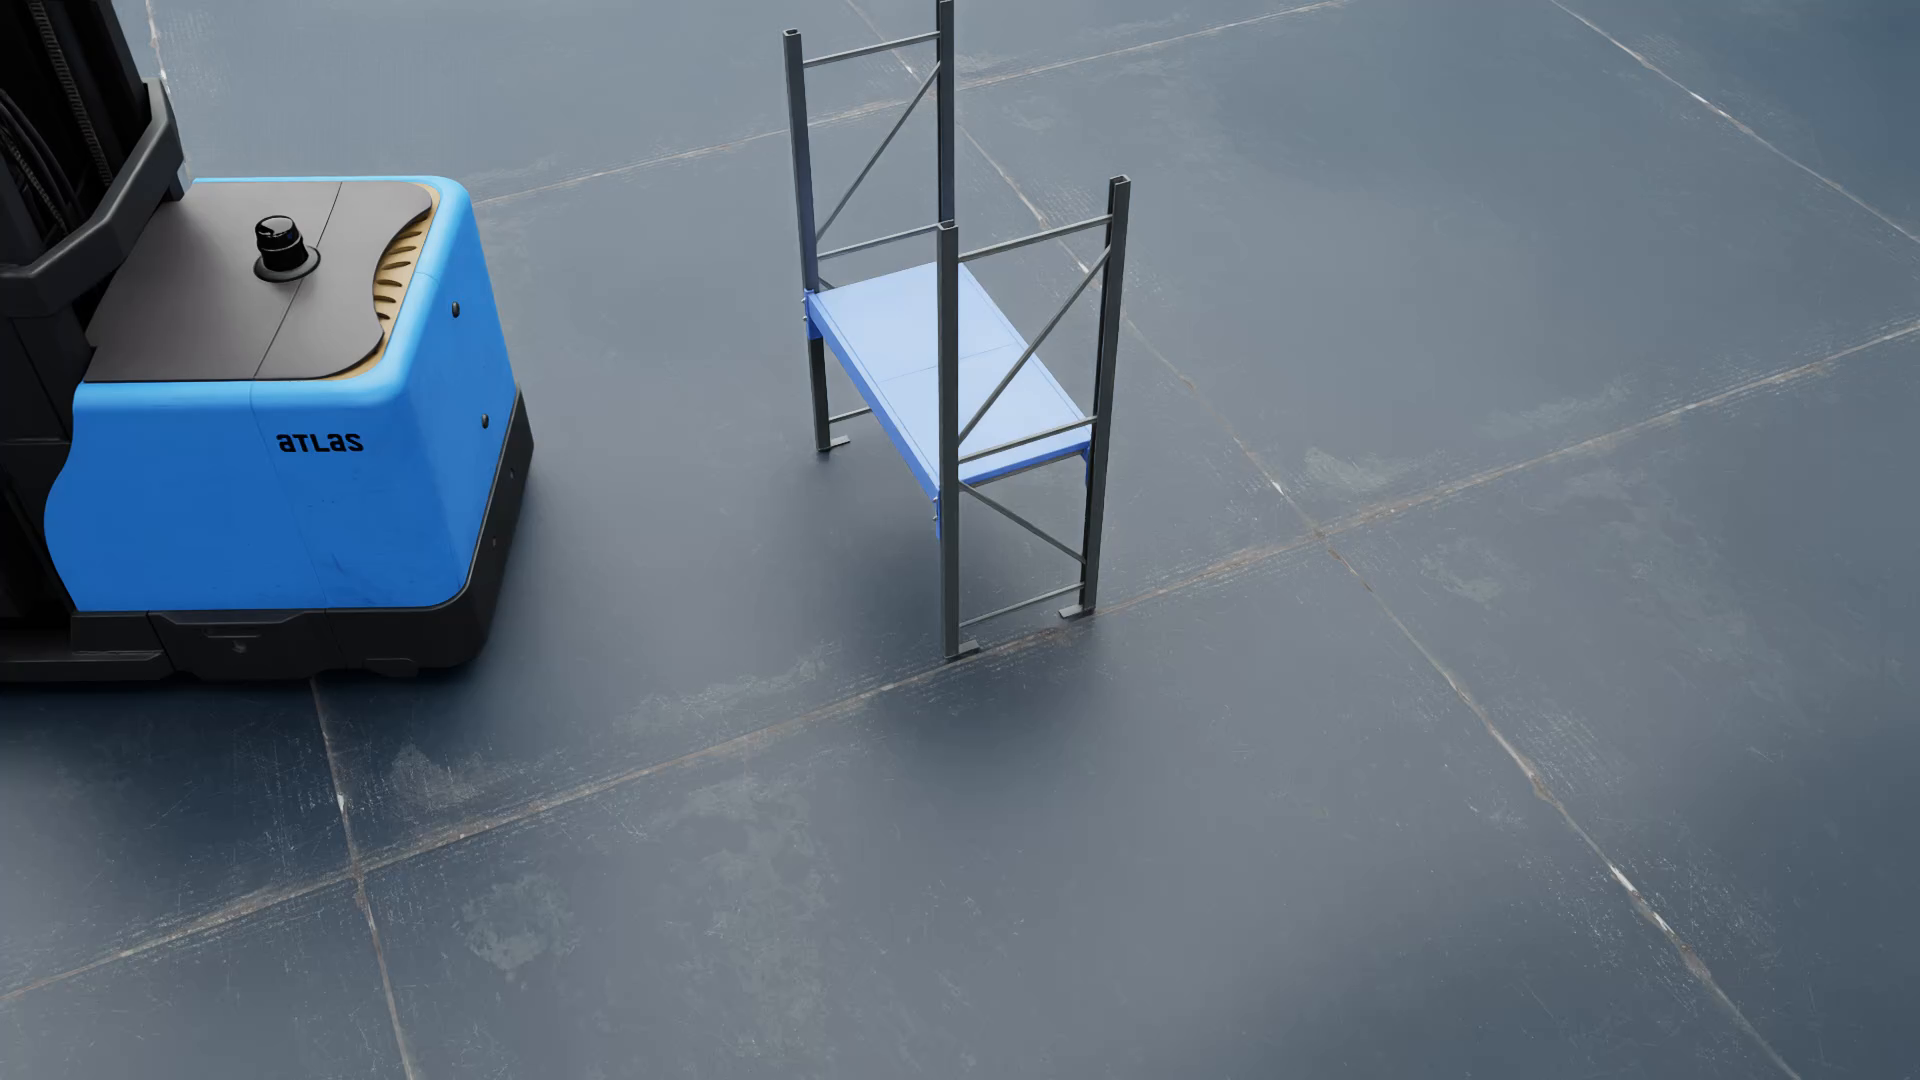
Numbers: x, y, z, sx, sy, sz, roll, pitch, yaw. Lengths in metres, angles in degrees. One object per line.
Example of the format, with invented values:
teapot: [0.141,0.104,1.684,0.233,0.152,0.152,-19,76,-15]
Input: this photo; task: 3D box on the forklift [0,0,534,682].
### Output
forklift: [-2.904,-0.977,4.153,3.031,2.935,1.130,-1,45,-1]

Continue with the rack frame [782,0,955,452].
rack frame: [-0.250,-0.912,5.107,0.500,1.500,0.032,-18,47,-17]

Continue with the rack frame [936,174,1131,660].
rack frame: [0.178,-0.264,4.450,0.500,1.500,0.032,-18,47,-17]

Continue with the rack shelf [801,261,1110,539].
rack shelf: [-0.036,-0.460,4.905,0.538,0.185,1.000,-18,47,-17]

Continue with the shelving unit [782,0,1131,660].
shelving unit: [-0.036,-0.588,4.778,0.538,1.500,1.048,-18,47,-17]
